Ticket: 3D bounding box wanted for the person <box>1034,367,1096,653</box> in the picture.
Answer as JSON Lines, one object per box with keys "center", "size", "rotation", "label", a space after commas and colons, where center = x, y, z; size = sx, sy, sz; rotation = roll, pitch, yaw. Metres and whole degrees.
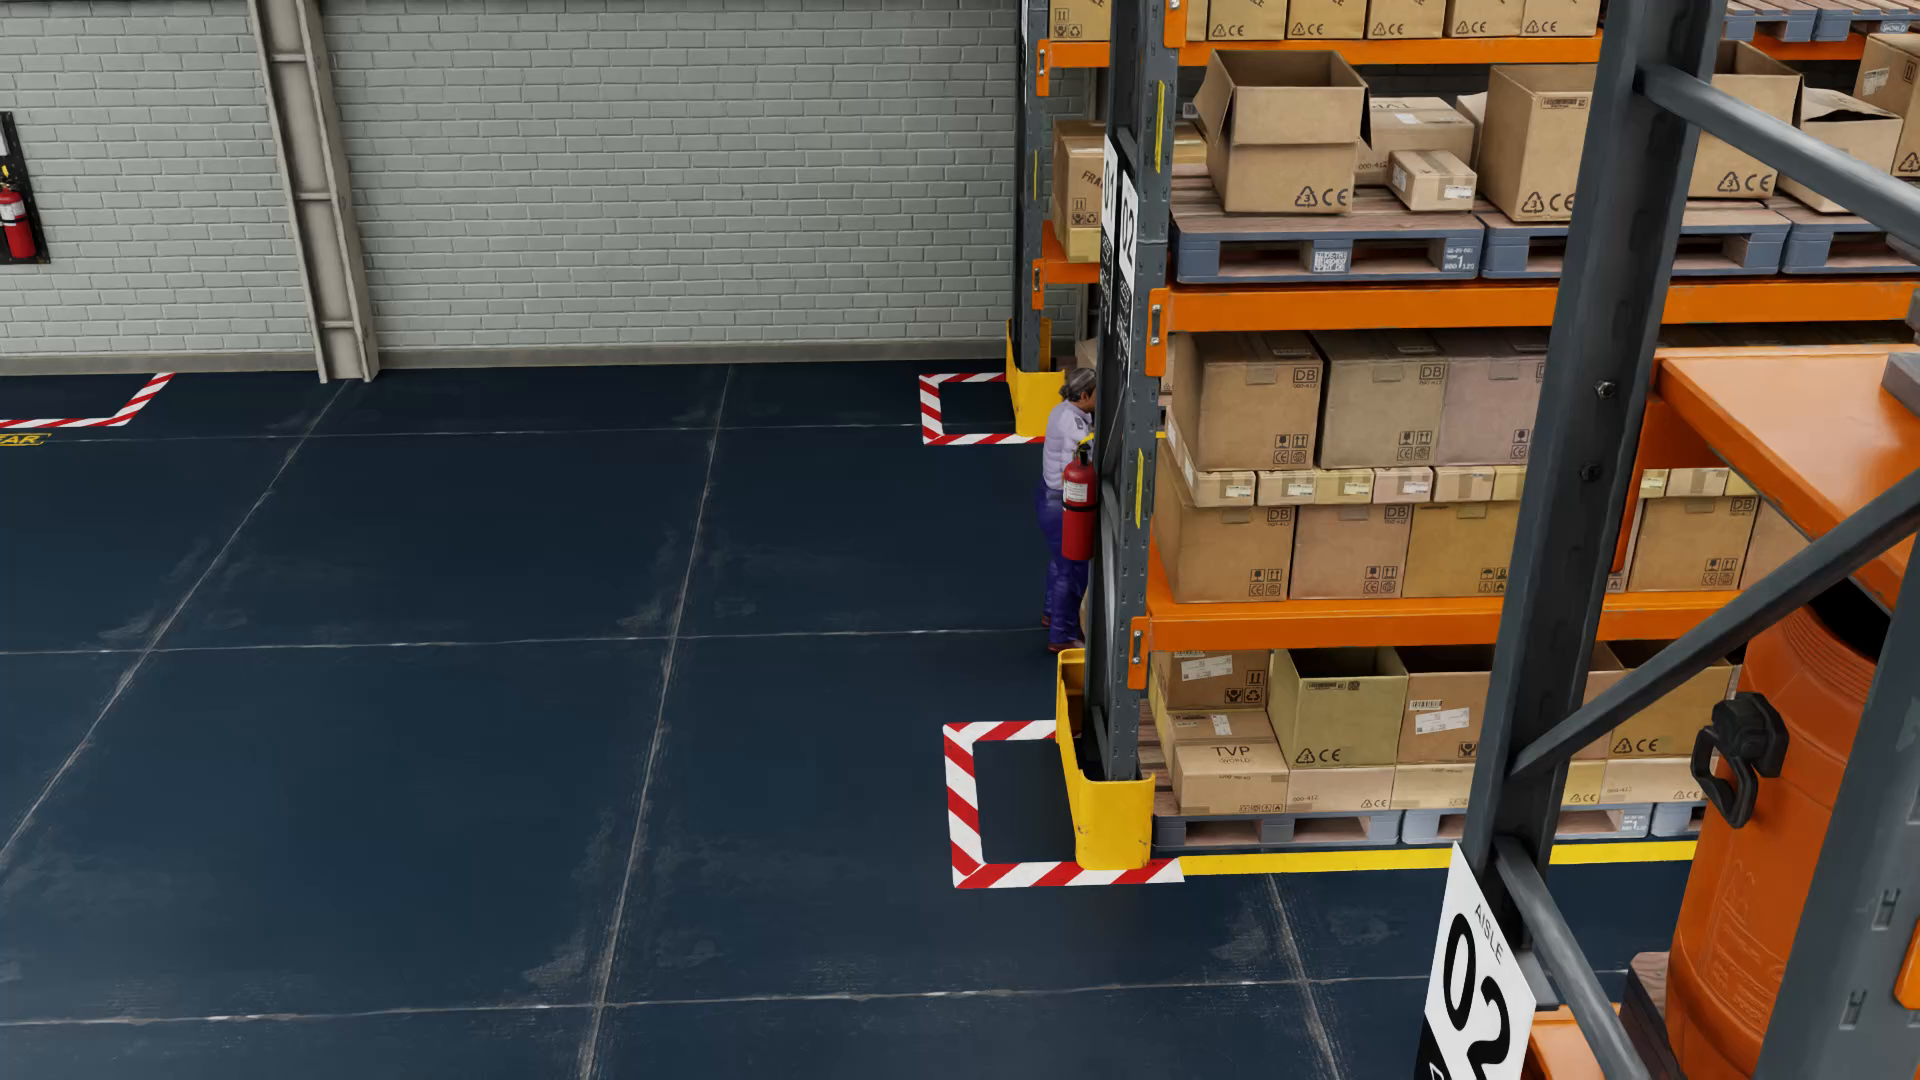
{"center": [0.607, -0.180, 9.315], "size": [0.367, 1.652, 0.557], "rotation": [-2, 28, -4], "label": "person"}
